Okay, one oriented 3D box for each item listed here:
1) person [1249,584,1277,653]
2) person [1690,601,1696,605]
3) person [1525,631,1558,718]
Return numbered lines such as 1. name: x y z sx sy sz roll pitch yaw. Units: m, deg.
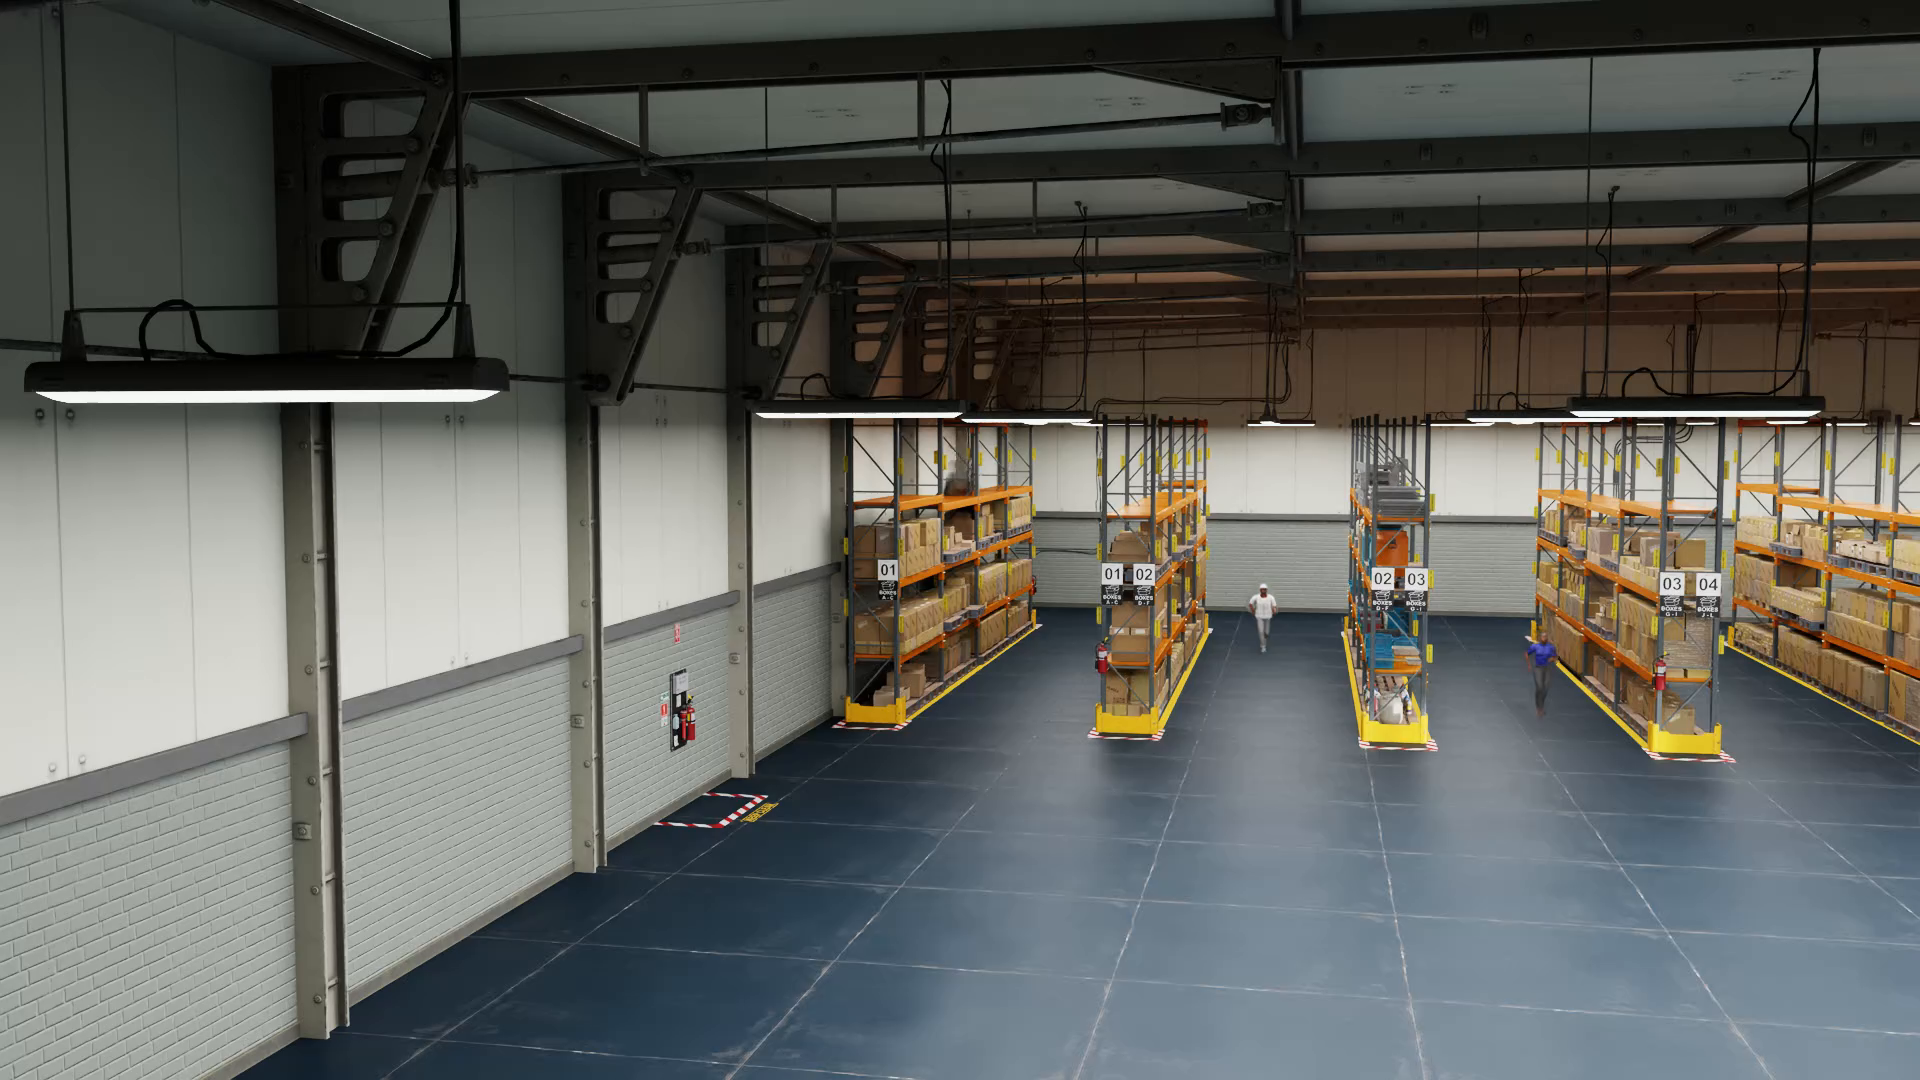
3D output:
1. person: 7.831 2.004 42.984 0.700 1.747 0.796 0 4 4
2. person: 19.846 1.986 44.797 0.592 1.552 0.579 -2 4 -22
3. person: 11.647 2.680 33.284 0.549 1.718 0.778 0 4 0
